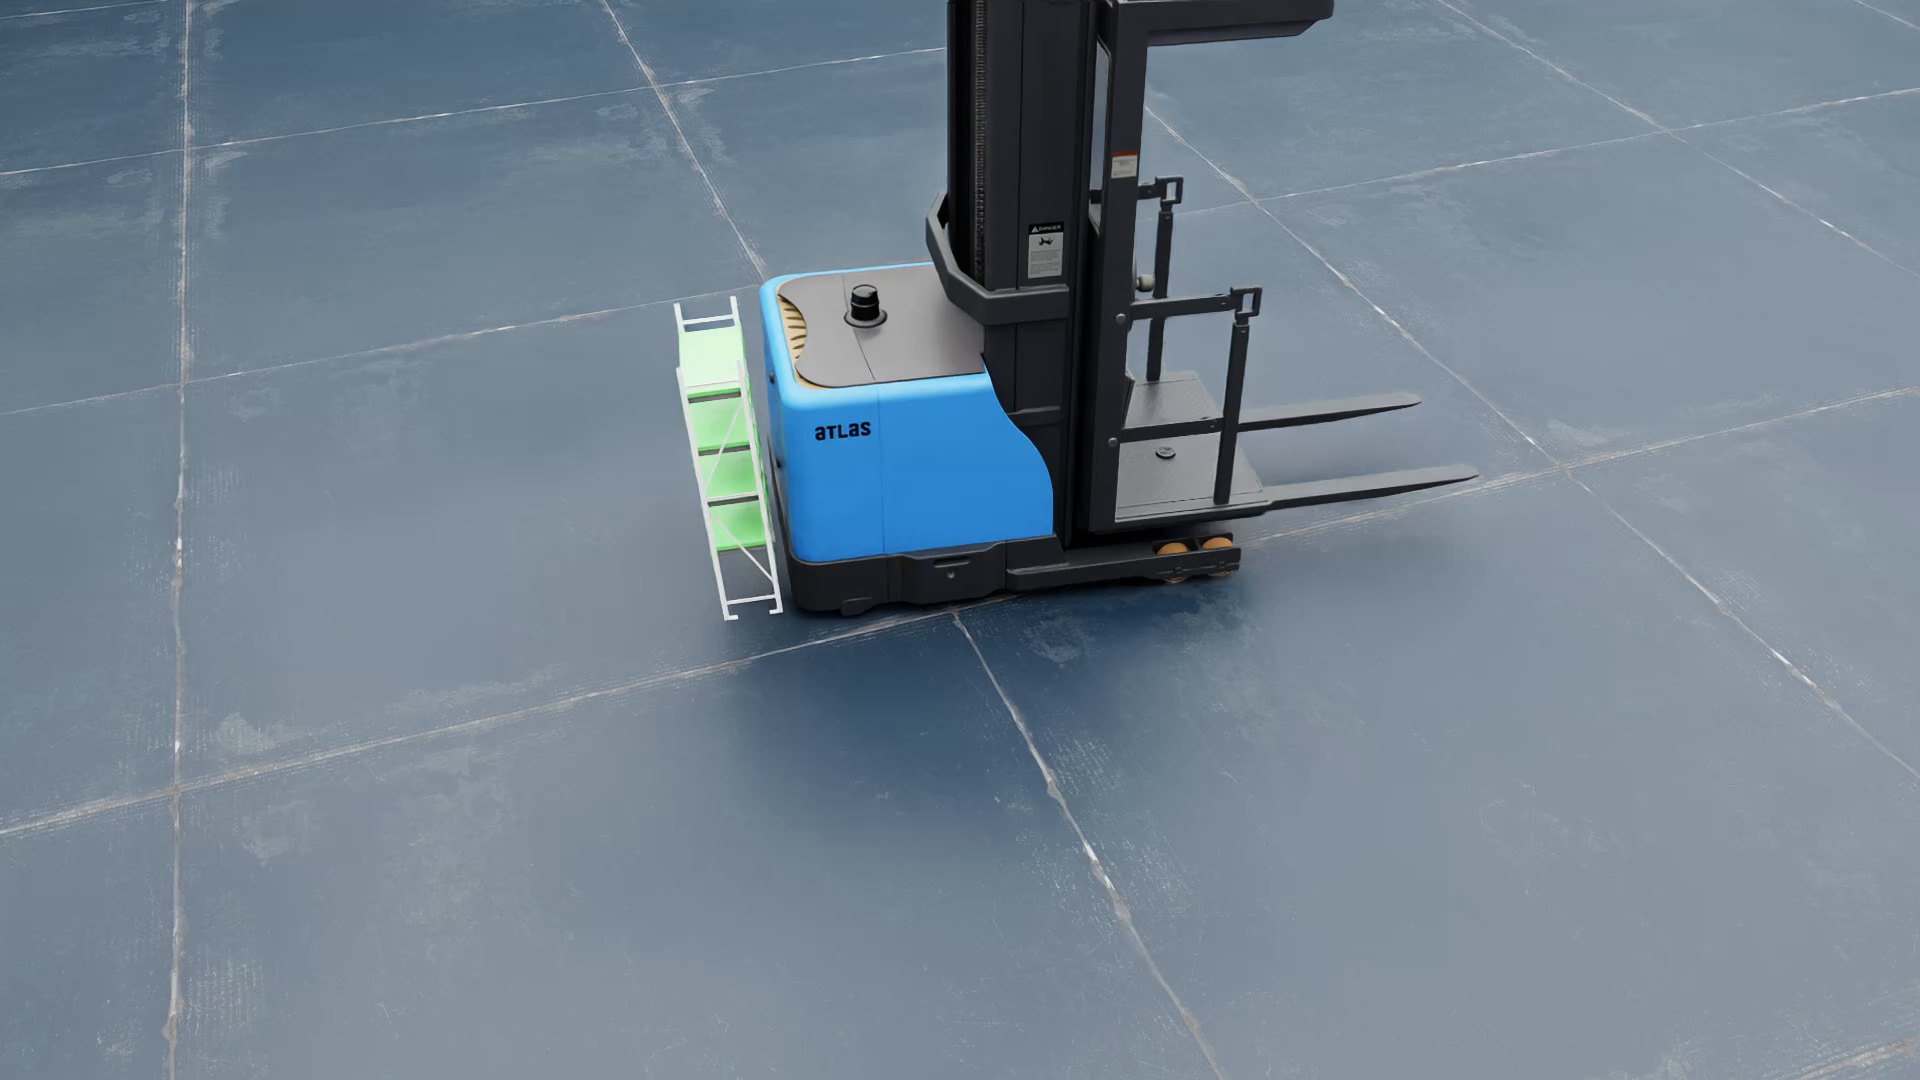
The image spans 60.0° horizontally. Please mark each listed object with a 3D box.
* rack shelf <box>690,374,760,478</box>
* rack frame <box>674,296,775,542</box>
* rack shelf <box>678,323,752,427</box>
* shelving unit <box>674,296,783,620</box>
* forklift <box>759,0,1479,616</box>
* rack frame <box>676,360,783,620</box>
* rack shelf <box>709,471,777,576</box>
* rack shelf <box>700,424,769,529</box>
[{"bbox_3d":[-0.932,-0.451,6.547,0.258,0.148,0.480,-8,38,-5],"label":"rack shelf"},{"bbox_3d":[-0.958,-0.457,6.846,0.240,1.200,0.015,-8,38,-5],"label":"rack frame"},{"bbox_3d":[-0.946,-0.641,6.401,0.258,0.148,0.480,-8,38,-5],"label":"rack shelf"},{"bbox_3d":[-0.921,-0.312,6.654,0.258,1.200,0.503,-8,38,-5],"label":"shelving unit"},{"bbox_3d":[0.721,-1.299,6.538,3.031,2.935,1.130,-7,38,-9],"label":"forklift"},{"bbox_3d":[-0.884,-0.167,6.461,0.240,1.200,0.015,-8,38,-5],"label":"rack frame"},{"bbox_3d":[-0.902,-0.071,6.838,0.258,0.148,0.480,-8,38,-5],"label":"rack shelf"},{"bbox_3d":[-0.917,-0.261,6.693,0.258,0.148,0.480,-8,38,-5],"label":"rack shelf"}]
